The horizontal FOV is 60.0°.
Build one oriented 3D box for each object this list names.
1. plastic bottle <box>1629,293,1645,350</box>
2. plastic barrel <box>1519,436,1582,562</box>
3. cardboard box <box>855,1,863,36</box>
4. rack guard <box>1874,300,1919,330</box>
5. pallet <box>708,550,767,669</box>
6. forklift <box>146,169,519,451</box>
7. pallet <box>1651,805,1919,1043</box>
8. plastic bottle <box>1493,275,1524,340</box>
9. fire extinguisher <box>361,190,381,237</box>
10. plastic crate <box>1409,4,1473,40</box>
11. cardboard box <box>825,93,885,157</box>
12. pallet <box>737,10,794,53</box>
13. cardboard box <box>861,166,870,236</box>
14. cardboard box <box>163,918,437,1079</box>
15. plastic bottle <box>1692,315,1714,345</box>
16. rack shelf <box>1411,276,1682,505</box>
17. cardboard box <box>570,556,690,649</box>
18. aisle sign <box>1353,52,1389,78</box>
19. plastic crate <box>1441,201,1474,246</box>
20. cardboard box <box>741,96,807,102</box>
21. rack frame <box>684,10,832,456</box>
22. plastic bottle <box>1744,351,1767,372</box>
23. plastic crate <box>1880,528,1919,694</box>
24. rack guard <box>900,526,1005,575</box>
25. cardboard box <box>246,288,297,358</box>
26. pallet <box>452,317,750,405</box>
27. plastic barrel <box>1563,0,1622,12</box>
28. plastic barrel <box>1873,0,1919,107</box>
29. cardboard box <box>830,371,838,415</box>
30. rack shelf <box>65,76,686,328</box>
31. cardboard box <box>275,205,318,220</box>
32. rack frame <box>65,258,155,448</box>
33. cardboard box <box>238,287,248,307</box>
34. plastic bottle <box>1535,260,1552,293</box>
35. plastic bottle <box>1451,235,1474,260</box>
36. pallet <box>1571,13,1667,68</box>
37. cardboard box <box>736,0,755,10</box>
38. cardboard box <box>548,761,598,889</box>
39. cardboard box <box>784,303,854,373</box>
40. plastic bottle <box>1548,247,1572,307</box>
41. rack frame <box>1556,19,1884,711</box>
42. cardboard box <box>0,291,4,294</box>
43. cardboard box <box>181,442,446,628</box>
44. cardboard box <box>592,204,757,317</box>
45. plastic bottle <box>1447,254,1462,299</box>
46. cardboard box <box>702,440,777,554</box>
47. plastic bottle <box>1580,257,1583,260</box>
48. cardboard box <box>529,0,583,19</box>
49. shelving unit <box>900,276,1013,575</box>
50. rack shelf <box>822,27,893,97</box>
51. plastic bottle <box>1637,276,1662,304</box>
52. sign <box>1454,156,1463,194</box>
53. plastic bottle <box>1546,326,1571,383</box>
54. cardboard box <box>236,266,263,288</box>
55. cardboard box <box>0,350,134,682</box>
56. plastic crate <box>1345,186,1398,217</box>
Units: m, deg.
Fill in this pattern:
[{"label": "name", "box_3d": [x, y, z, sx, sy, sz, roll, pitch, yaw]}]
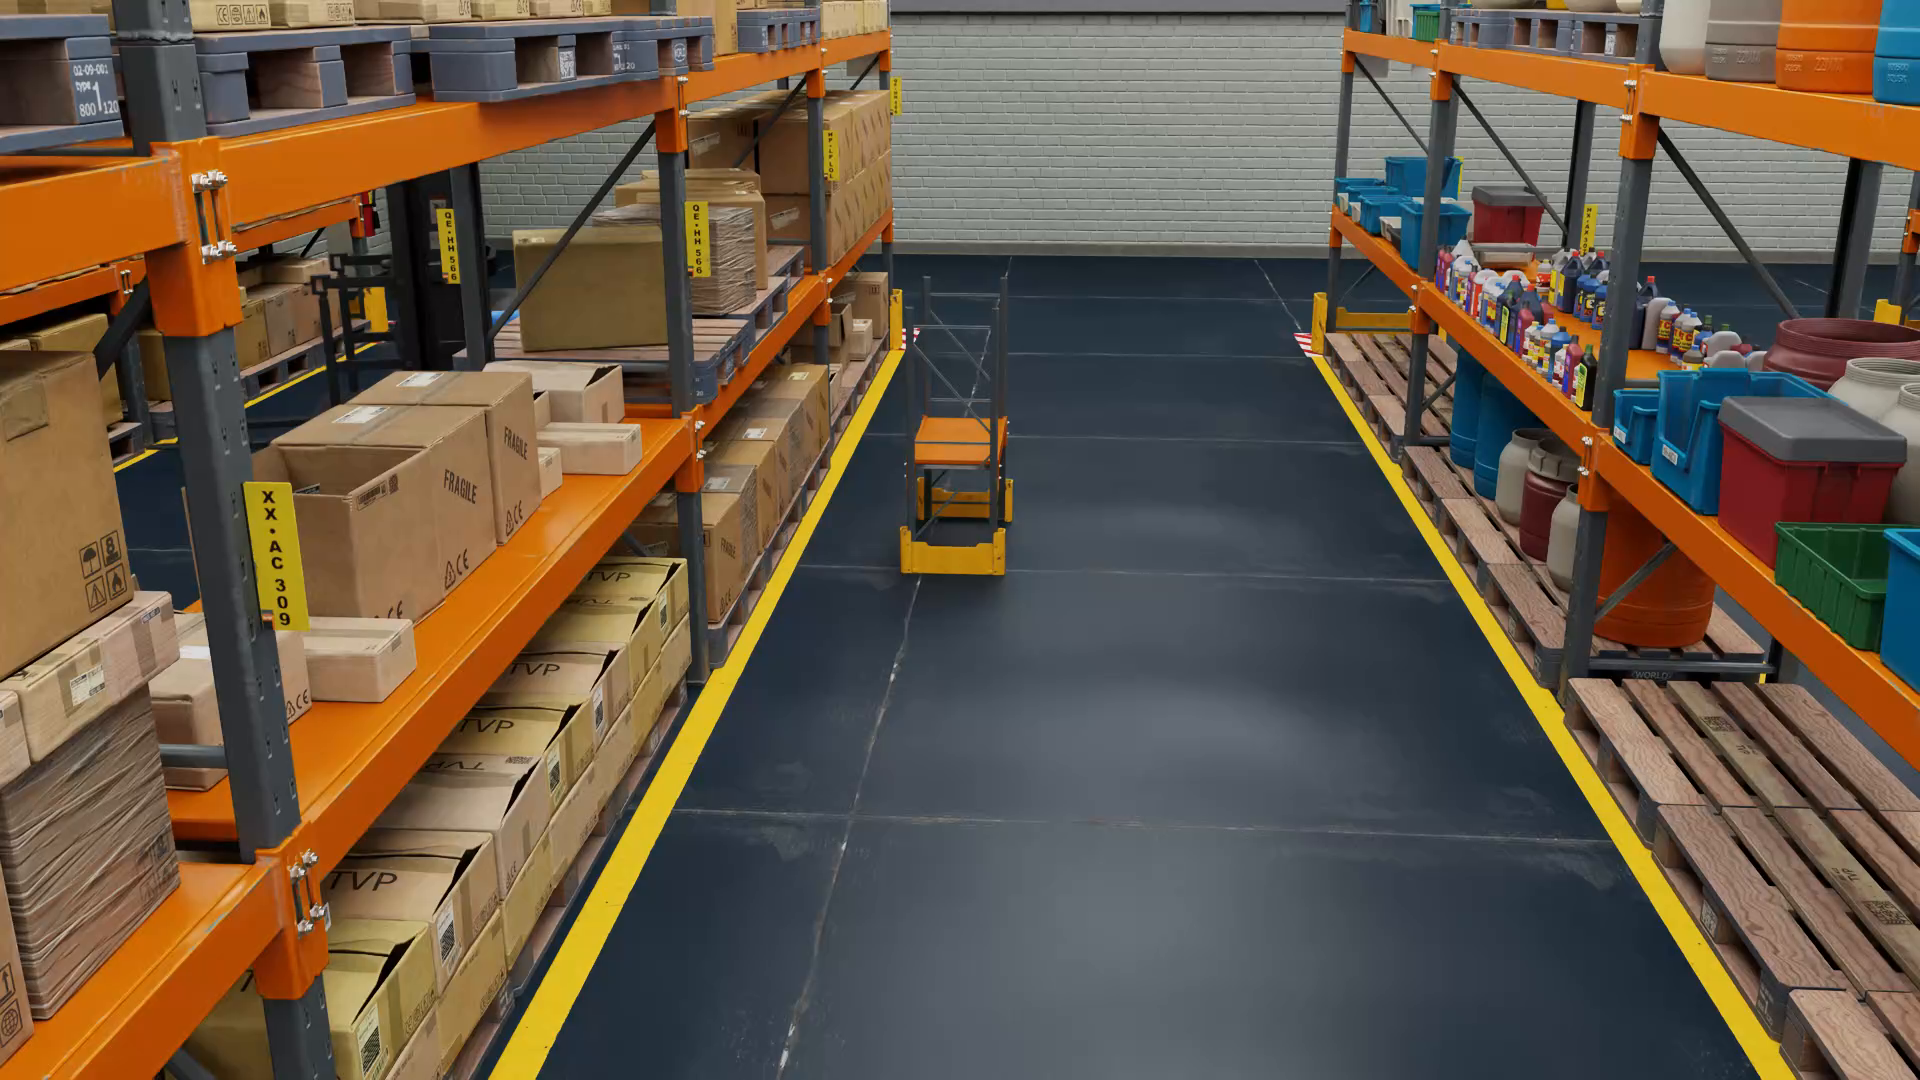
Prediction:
[{"label": "plastic bottle", "box_3d": [3.552, -1.203, 8.855, 0.144, 0.351, 0.185, 1, 18, 4]}, {"label": "plastic barrel", "box_3d": [3.345, -0.214, 8.956, 0.600, 0.588, 0.708, 1, 18, 4]}, {"label": "cardboard box", "box_3d": [-1.017, -3.976, 12.665, 0.500, 0.250, 0.500, 1, 18, 4]}, {"label": "rack guard", "box_3d": [8.761, -1.851, 14.768, 1.175, 0.500, 0.348, 1, 18, 4]}, {"label": "pallet", "box_3d": [-1.604, 0.325, 8.591, 1.003, 0.211, 1.213, 1, 18, 4]}, {"label": "forklift", "box_3d": [-4.018, -1.996, 11.308, 3.031, 2.935, 1.130, -4, 19, -12]}, {"label": "pallet", "box_3d": [3.061, 1.286, 5.660, 1.003, 0.211, 1.213, 1, 18, 4]}, {"label": "plastic bottle", "box_3d": [3.007, -1.271, 9.064, 0.144, 0.351, 0.185, 1, 18, 4]}, {"label": "fire extinguisher", "box_3d": [-5.591, -3.185, 15.550, 0.296, 0.674, 0.183, 1, 18, 4]}, {"label": "plastic crate", "box_3d": [3.279, -3.535, 11.346, 0.416, 0.233, 0.300, 1, 18, 4]}, {"label": "cardboard box", "box_3d": [-0.914, -3.475, 13.944, 0.500, 0.500, 0.500, 2, 18, 5]}, {"label": "pallet", "box_3d": [-1.596, -2.824, 9.209, 1.213, 0.211, 1.003, 1, 18, 4]}, {"label": "cardboard box", "box_3d": [-0.993, -2.683, 13.134, 0.500, 0.500, 0.500, 1, 18, 3]}, {"label": "cardboard box", "box_3d": [-1.703, 1.191, 4.310, 0.500, 0.311, 0.500, 1, 18, 4]}, {"label": "plastic bottle", "box_3d": [3.704, -0.985, 8.298, 0.061, 0.283, 0.133, 1, 18, 4]}, {"label": "rack shelf", "box_3d": [3.389, -0.936, 9.118, 1.077, 0.370, 4.000, 1, 18, 4]}, {"label": "cardboard box", "box_3d": [-1.487, 0.240, 7.214, 0.500, 0.311, 0.500, 2, 18, 5]}, {"label": "aisle sign", "box_3d": [3.528, -4.406, 14.377, 0.394, 0.787, 0.004, 1, 18, 4]}, {"label": "plastic crate", "box_3d": [3.826, -2.342, 12.346, 0.437, 0.282, 0.530, 1, 18, 4]}, {"label": "cardboard box", "box_3d": [-1.487, -3.326, 13.491, 0.500, 0.500, 0.500, 2, 18, 5]}, {"label": "rack frame", "box_3d": [-1.408, -2.011, 11.243, 1.000, 3.000, 0.127, 1, 18, 4]}, {"label": "plastic bottle", "box_3d": [3.599, -0.725, 7.518, 0.152, 0.276, 0.135, 1, 18, 4]}, {"label": "plastic crate", "box_3d": [2.728, 0.243, 4.389, 0.392, 0.384, 0.575, 1, 18, 4]}, {"label": "rack guard", "box_3d": [-0.041, 0.060, 9.340, 0.587, 0.250, 0.087, 1, 18, 4]}, {"label": "cardboard box", "box_3d": [-6.084, -1.843, 14.071, 0.700, 0.500, 0.500, 1, 18, 2]}, {"label": "pallet", "box_3d": [-1.716, -0.890, 8.129, 1.213, 0.211, 1.003, 1, 18, 4]}, {"label": "plastic barrel", "box_3d": [3.222, -2.900, 8.248, 0.433, 0.535, 0.433, 0, 18, 0]}, {"label": "plastic barrel", "box_3d": [2.873, -1.647, 4.511, 0.600, 0.901, 0.708, 1, 18, 4]}, {"label": "cardboard box", "box_3d": [-1.162, -1.068, 11.976, 0.500, 0.311, 0.500, 1, 18, 4]}, {"label": "rack shelf", "box_3d": [-1.838, -1.231, 5.201, 1.077, 0.370, 4.000, 1, 18, 4]}, {"label": "cardboard box", "box_3d": [-6.130, -3.120, 14.147, 0.980, 0.700, 0.700, 1, 18, 3]}, {"label": "rack frame", "box_3d": [-6.349, -2.120, 11.577, 1.000, 3.000, 0.127, 1, 18, 4]}, {"label": "cardboard box", "box_3d": [-5.950, -1.935, 13.309, 0.380, 0.149, 0.250, 1, 18, 2]}, {"label": "plastic bottle", "box_3d": [3.701, -1.672, 10.528, 0.097, 0.201, 0.097, 0, 18, 0]}, {"label": "plastic bottle", "box_3d": [3.181, -1.761, 10.560, 0.144, 0.351, 0.185, 1, 18, 4]}, {"label": "pallet", "box_3d": [3.398, -2.228, 7.391, 1.003, 0.211, 1.213, 1, 18, 4]}, {"label": "cardboard box", "box_3d": [-1.543, -3.368, 9.572, 0.600, 0.600, 0.600, 1, 18, 3]}, {"label": "cardboard box", "box_3d": [-1.596, 0.983, 5.846, 0.500, 0.250, 0.500, 2, 18, 5]}, {"label": "cardboard box", "box_3d": [-1.279, -1.617, 13.344, 0.797, 0.503, 0.637, 1, 18, 4]}, {"label": "plastic bottle", "box_3d": [3.649, -1.586, 10.026, 0.144, 0.351, 0.185, 1, 18, 4]}, {"label": "rack frame", "box_3d": [3.246, -0.657, 7.111, 1.000, 3.000, 0.127, 1, 18, 4]}, {"label": "cardboard box", "box_3d": [-6.193, -1.583, 10.308, 0.380, 0.149, 0.250, 1, 18, 4]}, {"label": "cardboard box", "box_3d": [-1.872, 0.024, 4.871, 0.500, 0.500, 0.500, 3, 18, 8]}, {"label": "cardboard box", "box_3d": [-1.506, -1.494, 8.829, 0.700, 0.500, 0.500, 5, 19, 14]}, {"label": "plastic bottle", "box_3d": [3.074, -1.626, 10.274, 0.097, 0.271, 0.097, 0, 18, 0]}, {"label": "cardboard box", "box_3d": [-1.304, -0.243, 9.156, 0.500, 0.500, 0.500, 1, 18, 3]}, {"label": "plastic bottle", "box_3d": [3.800, -1.597, 10.179, 0.152, 0.276, 0.135, 1, 18, 4]}, {"label": "cardboard box", "box_3d": [-1.691, -2.017, 6.011, 0.500, 0.250, 0.500, 2, 18, 5]}, {"label": "shelving unit", "box_3d": [-0.005, -0.689, 9.617, 0.587, 1.500, 1.083, 1, 18, 4]}, {"label": "rack shelf", "box_3d": [-1.265, -3.716, 12.784, 1.077, 0.370, 4.000, 1, 18, 4]}, {"label": "plastic bottle", "box_3d": [3.714, -1.241, 8.972, 0.144, 0.351, 0.185, 1, 18, 4]}, {"label": "sign", "box_3d": [4.369, -3.212, 14.646, 0.100, 0.325, 0.005, 1, 18, 4]}, {"label": "plastic bottle", "box_3d": [2.906, -0.899, 8.055, 0.097, 0.271, 0.097, 0, 18, 0]}, {"label": "cardboard box", "box_3d": [-6.257, -2.271, 14.336, 0.380, 0.149, 0.250, 1, 18, 4]}, {"label": "cardboard box", "box_3d": [-2.007, -0.052, 3.022, 0.700, 0.500, 0.500, 1, 18, 4]}, {"label": "plastic crate", "box_3d": [3.426, -2.817, 13.875, 0.416, 0.233, 0.300, 1, 18, 4]}]
